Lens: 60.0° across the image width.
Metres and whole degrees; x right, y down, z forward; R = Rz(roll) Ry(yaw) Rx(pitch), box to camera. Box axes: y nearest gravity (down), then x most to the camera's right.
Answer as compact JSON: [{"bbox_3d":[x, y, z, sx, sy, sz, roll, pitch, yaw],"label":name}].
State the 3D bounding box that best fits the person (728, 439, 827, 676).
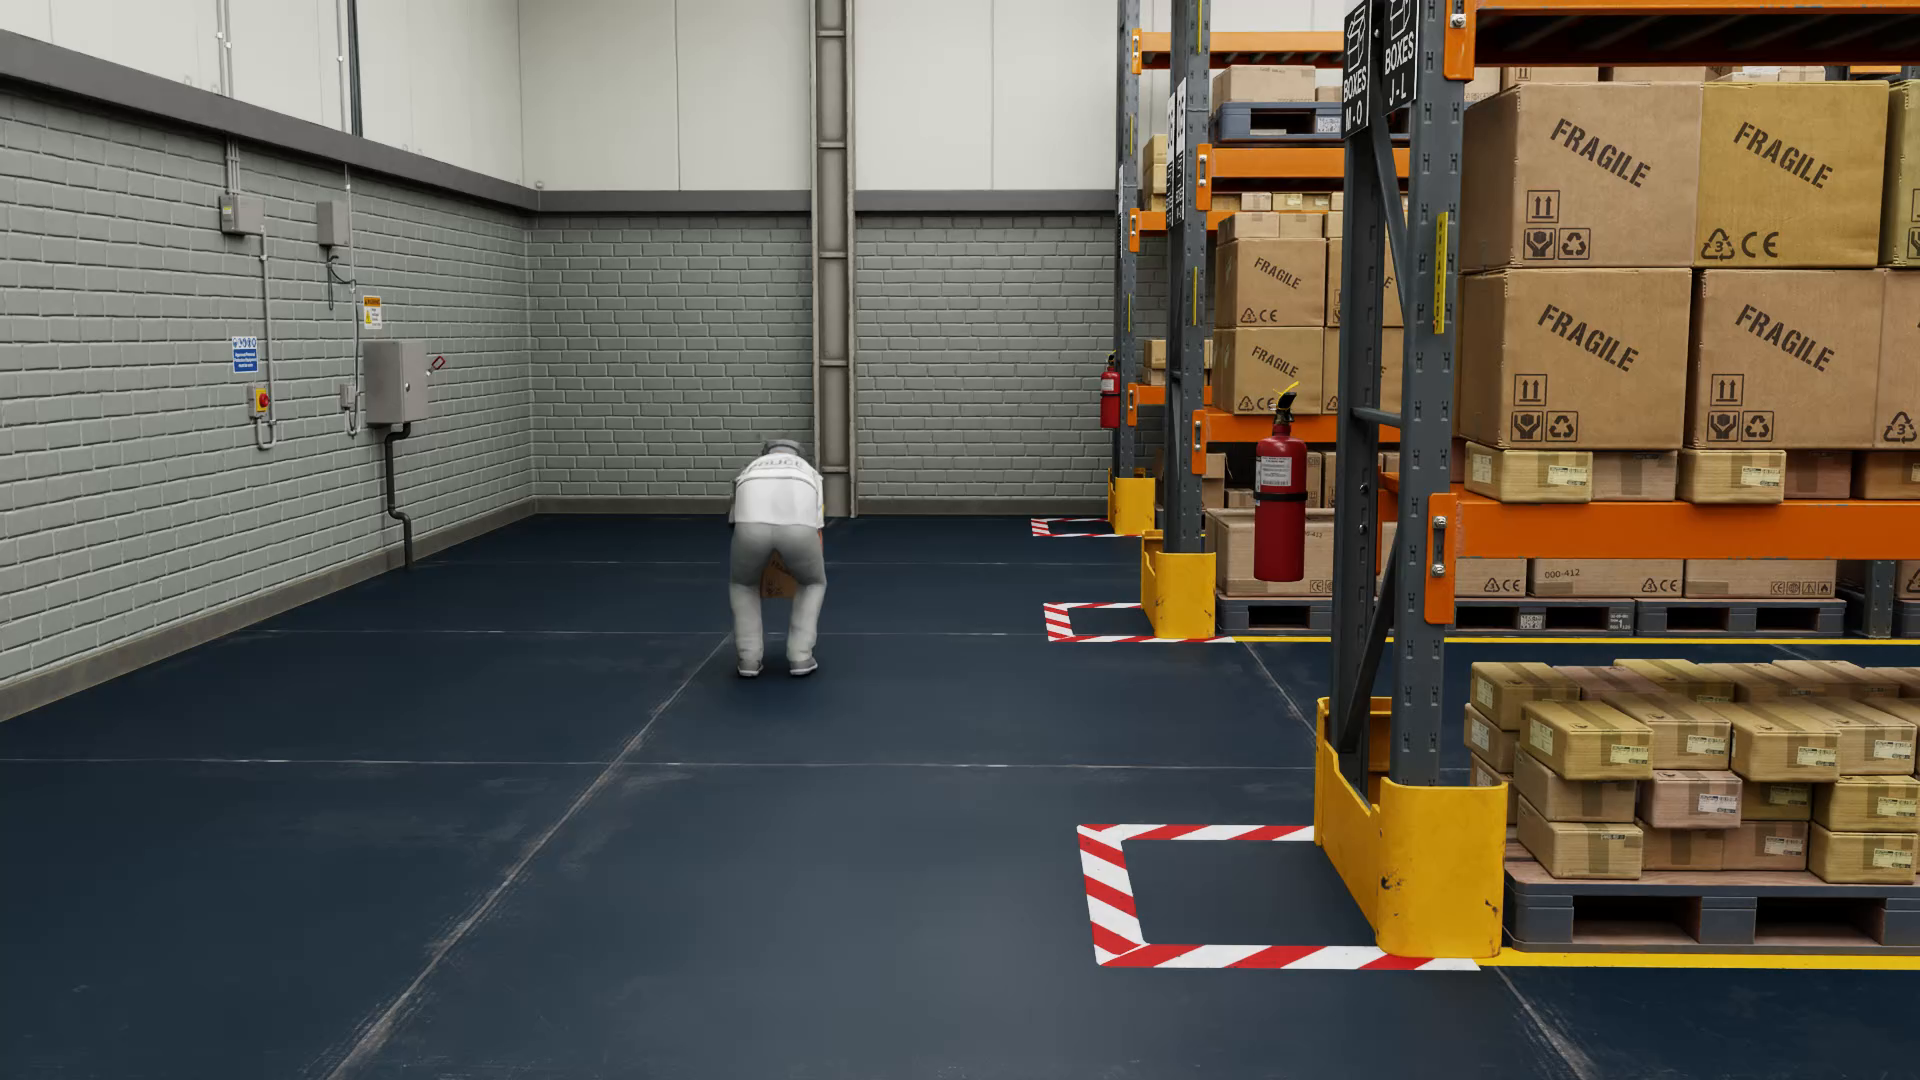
[{"bbox_3d":[-0.960,0.083,8.833,0.513,1.193,1.024,0,7,-1],"label":"person"}]
